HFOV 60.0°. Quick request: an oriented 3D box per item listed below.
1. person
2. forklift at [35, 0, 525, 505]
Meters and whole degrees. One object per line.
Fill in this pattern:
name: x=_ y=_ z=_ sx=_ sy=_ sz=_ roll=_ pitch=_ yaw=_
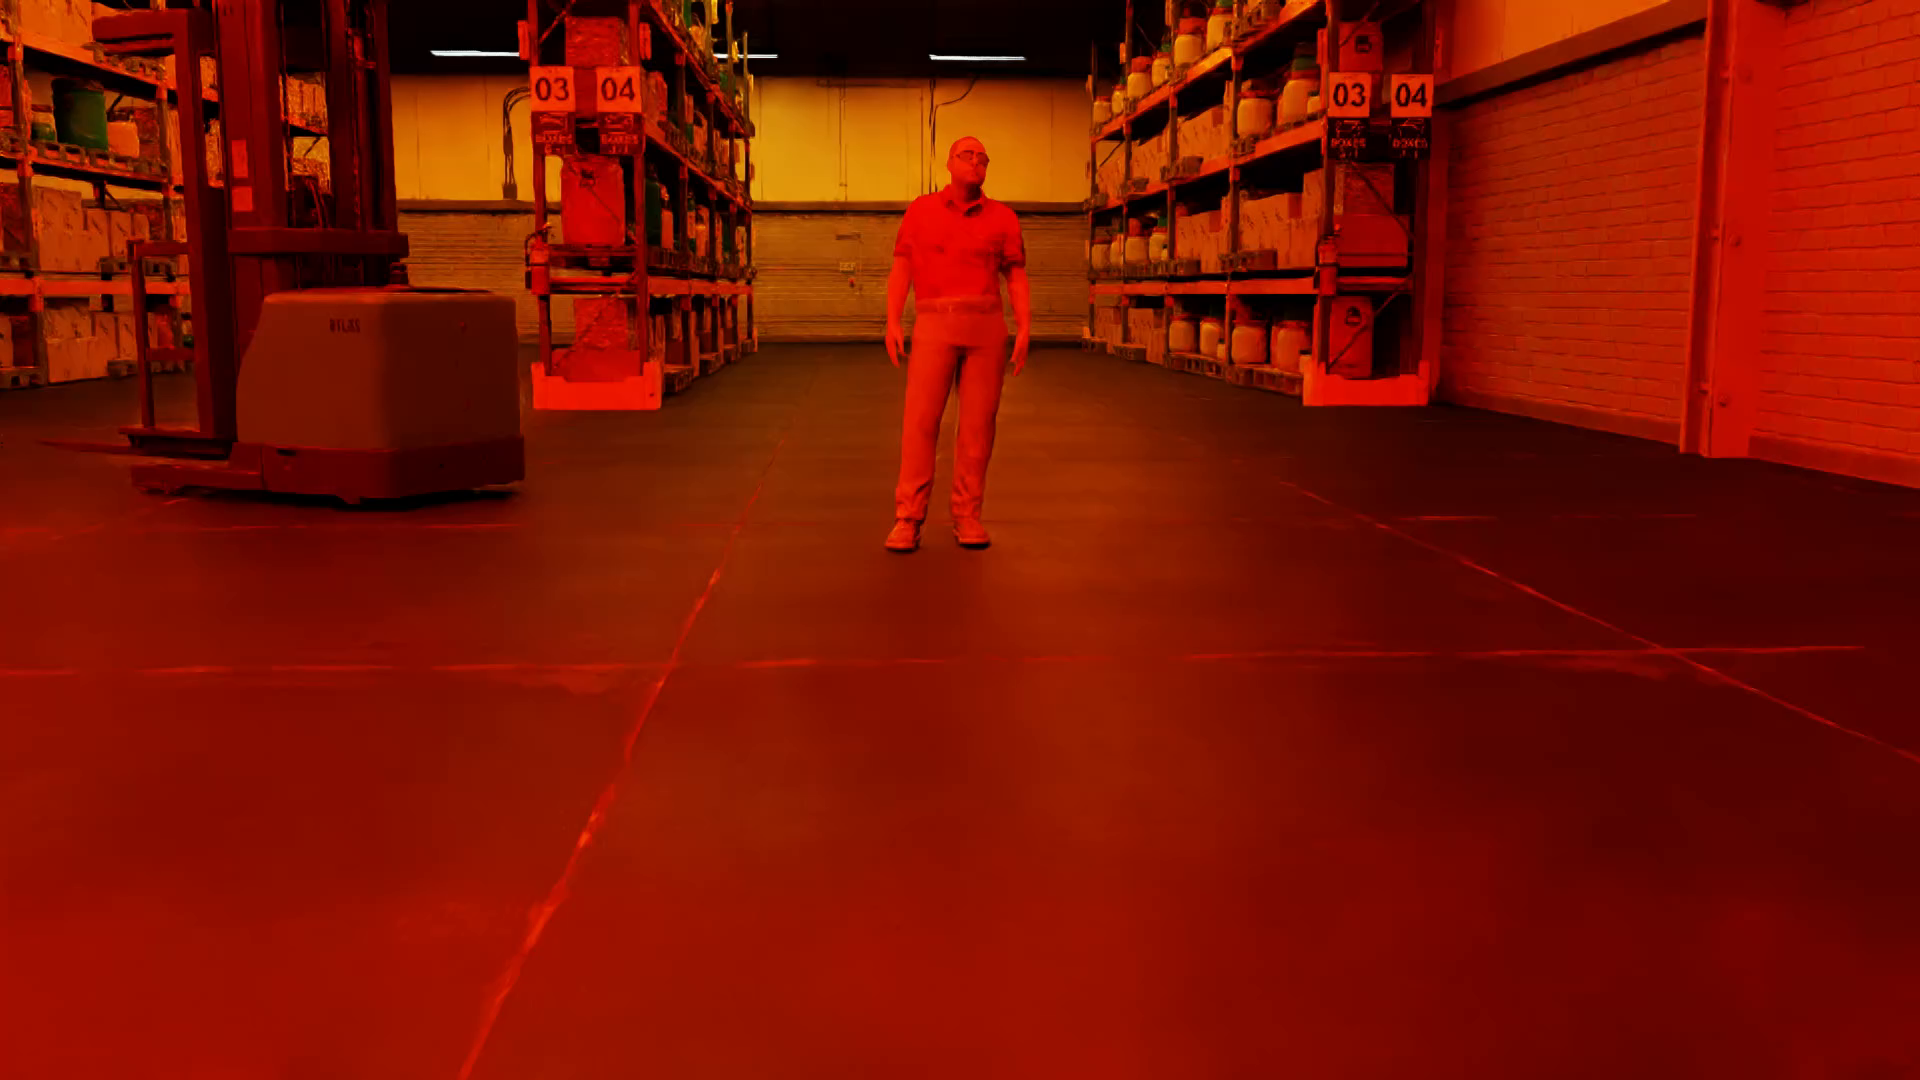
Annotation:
person: x=-0.006 y=-0.849 z=7.092 sx=0.640 sy=1.727 sz=0.550 roll=-1 pitch=8 yaw=-4
forklift: x=-3.912 y=-1.751 z=9.122 sx=3.031 sy=2.935 sz=1.130 roll=4 pitch=10 yaw=28
